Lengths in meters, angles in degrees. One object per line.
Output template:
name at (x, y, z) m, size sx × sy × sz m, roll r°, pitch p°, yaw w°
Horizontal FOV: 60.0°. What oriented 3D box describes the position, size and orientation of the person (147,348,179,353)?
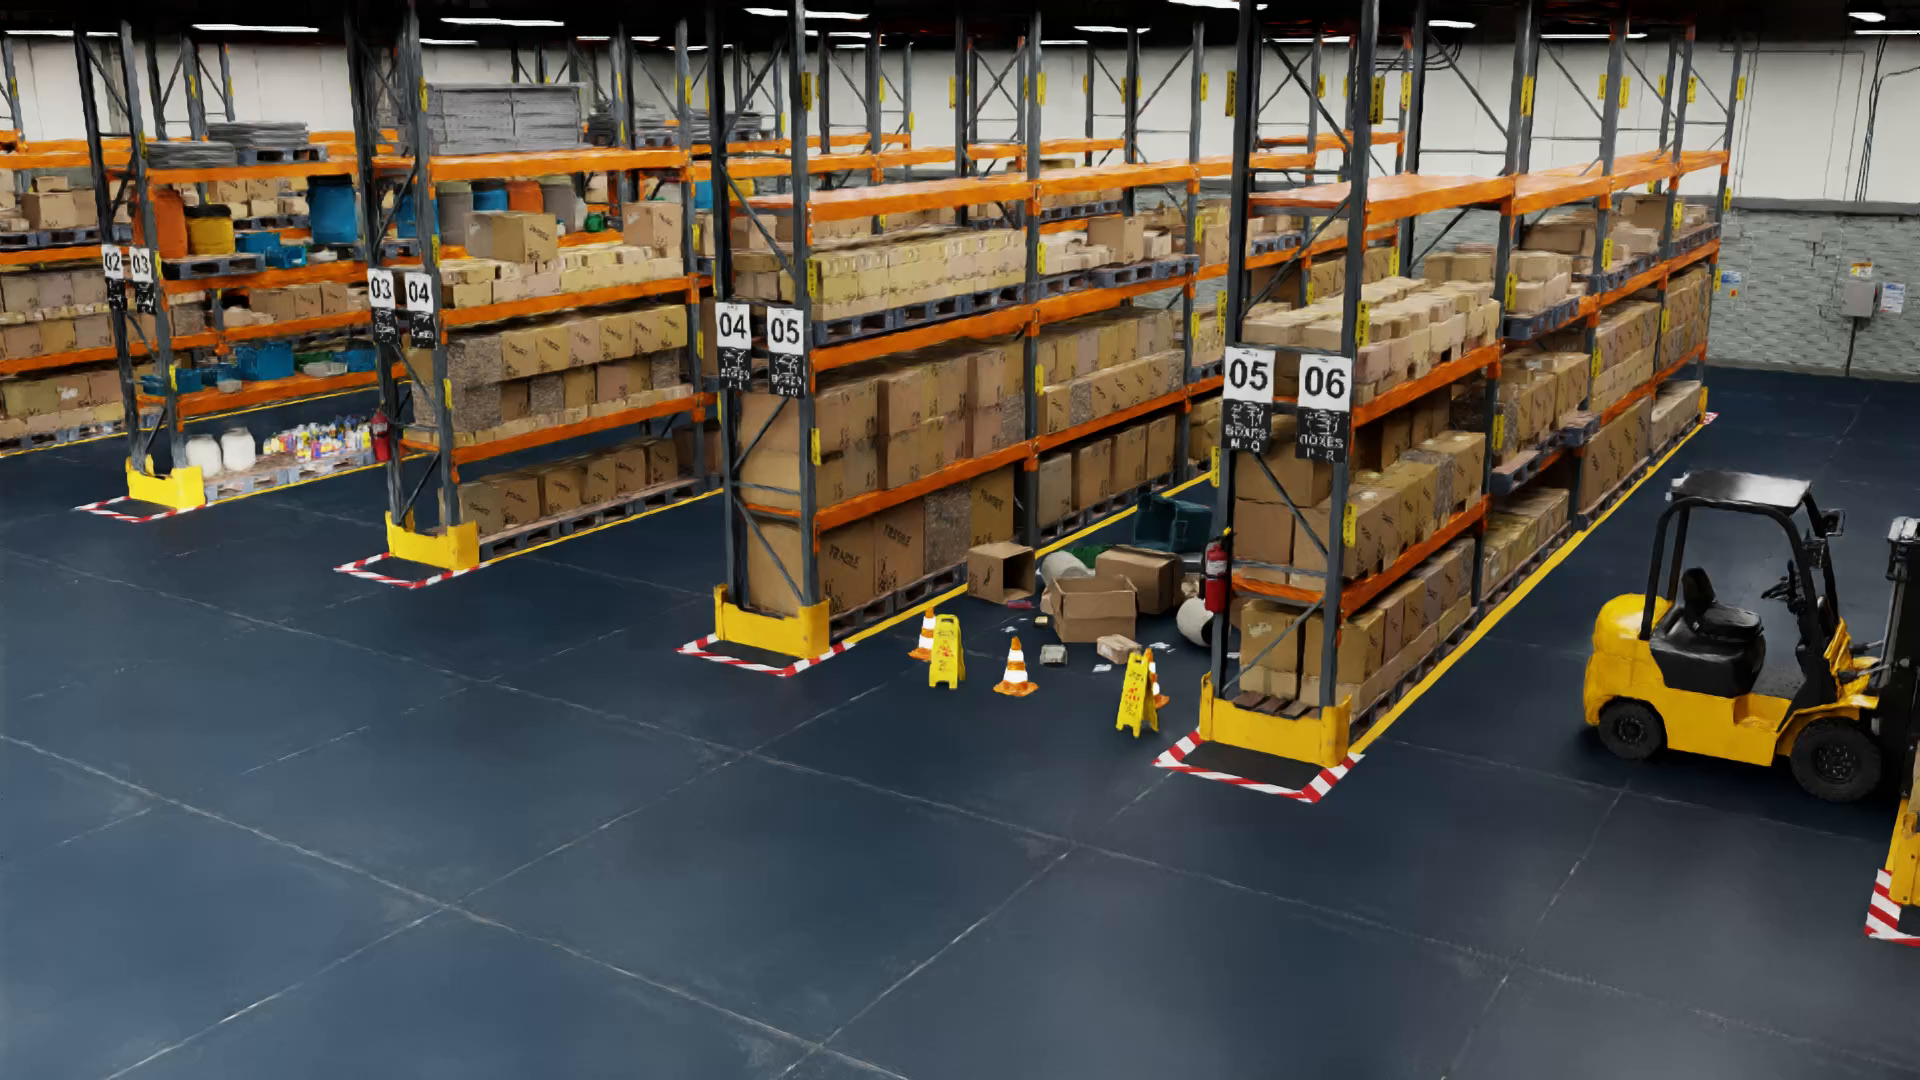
person at (-13.519, -3.353, 28.040) m, size 0.600 × 1.725 × 1.111 m, roll 9°, pitch 18°, yaw 30°
